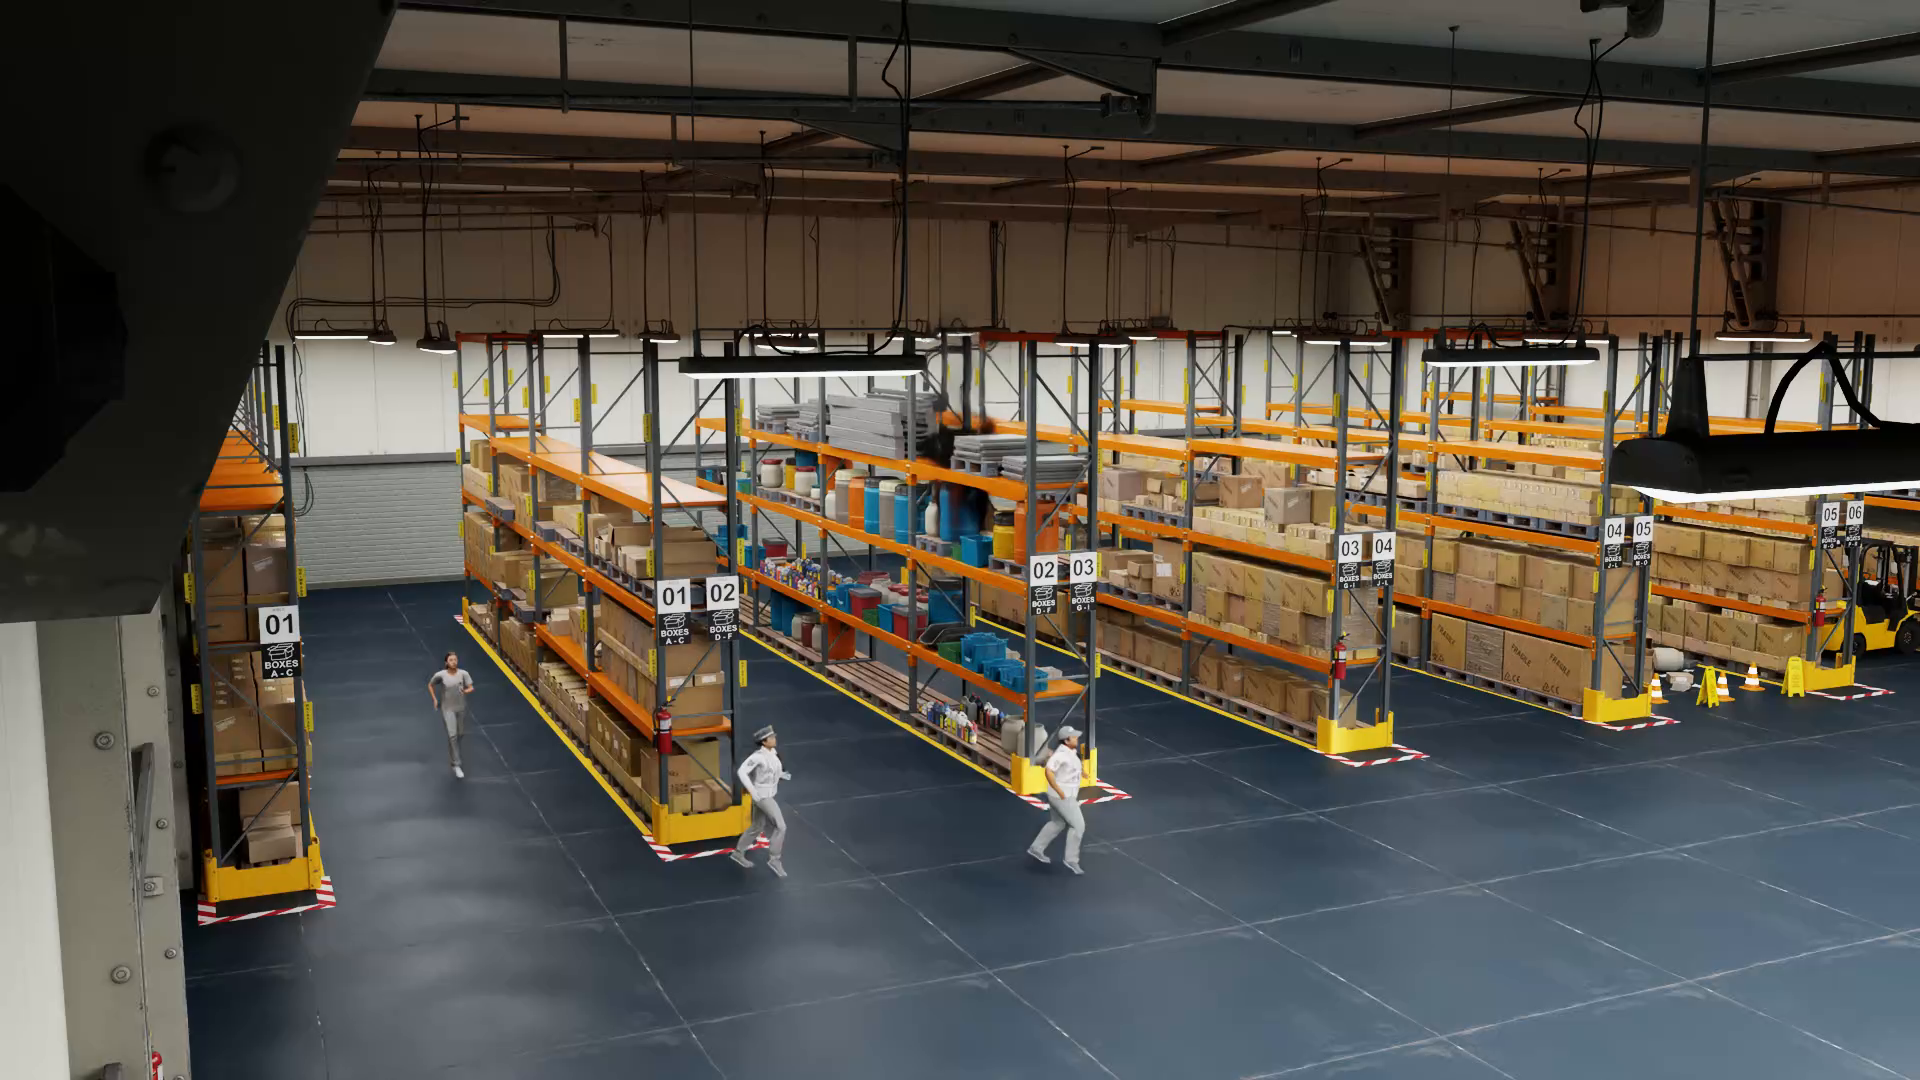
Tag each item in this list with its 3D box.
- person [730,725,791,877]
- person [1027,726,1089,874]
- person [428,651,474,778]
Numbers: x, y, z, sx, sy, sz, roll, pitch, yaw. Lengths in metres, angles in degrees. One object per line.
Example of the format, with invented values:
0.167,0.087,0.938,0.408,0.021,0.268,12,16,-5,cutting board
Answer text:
-2.269,2.960,18.972,0.701,1.750,0.603,1,8,6,person
1.129,2.971,19.055,0.689,1.741,0.627,1,8,5,person
-7.040,2.373,23.108,0.556,1.678,0.940,-5,9,-34,person
